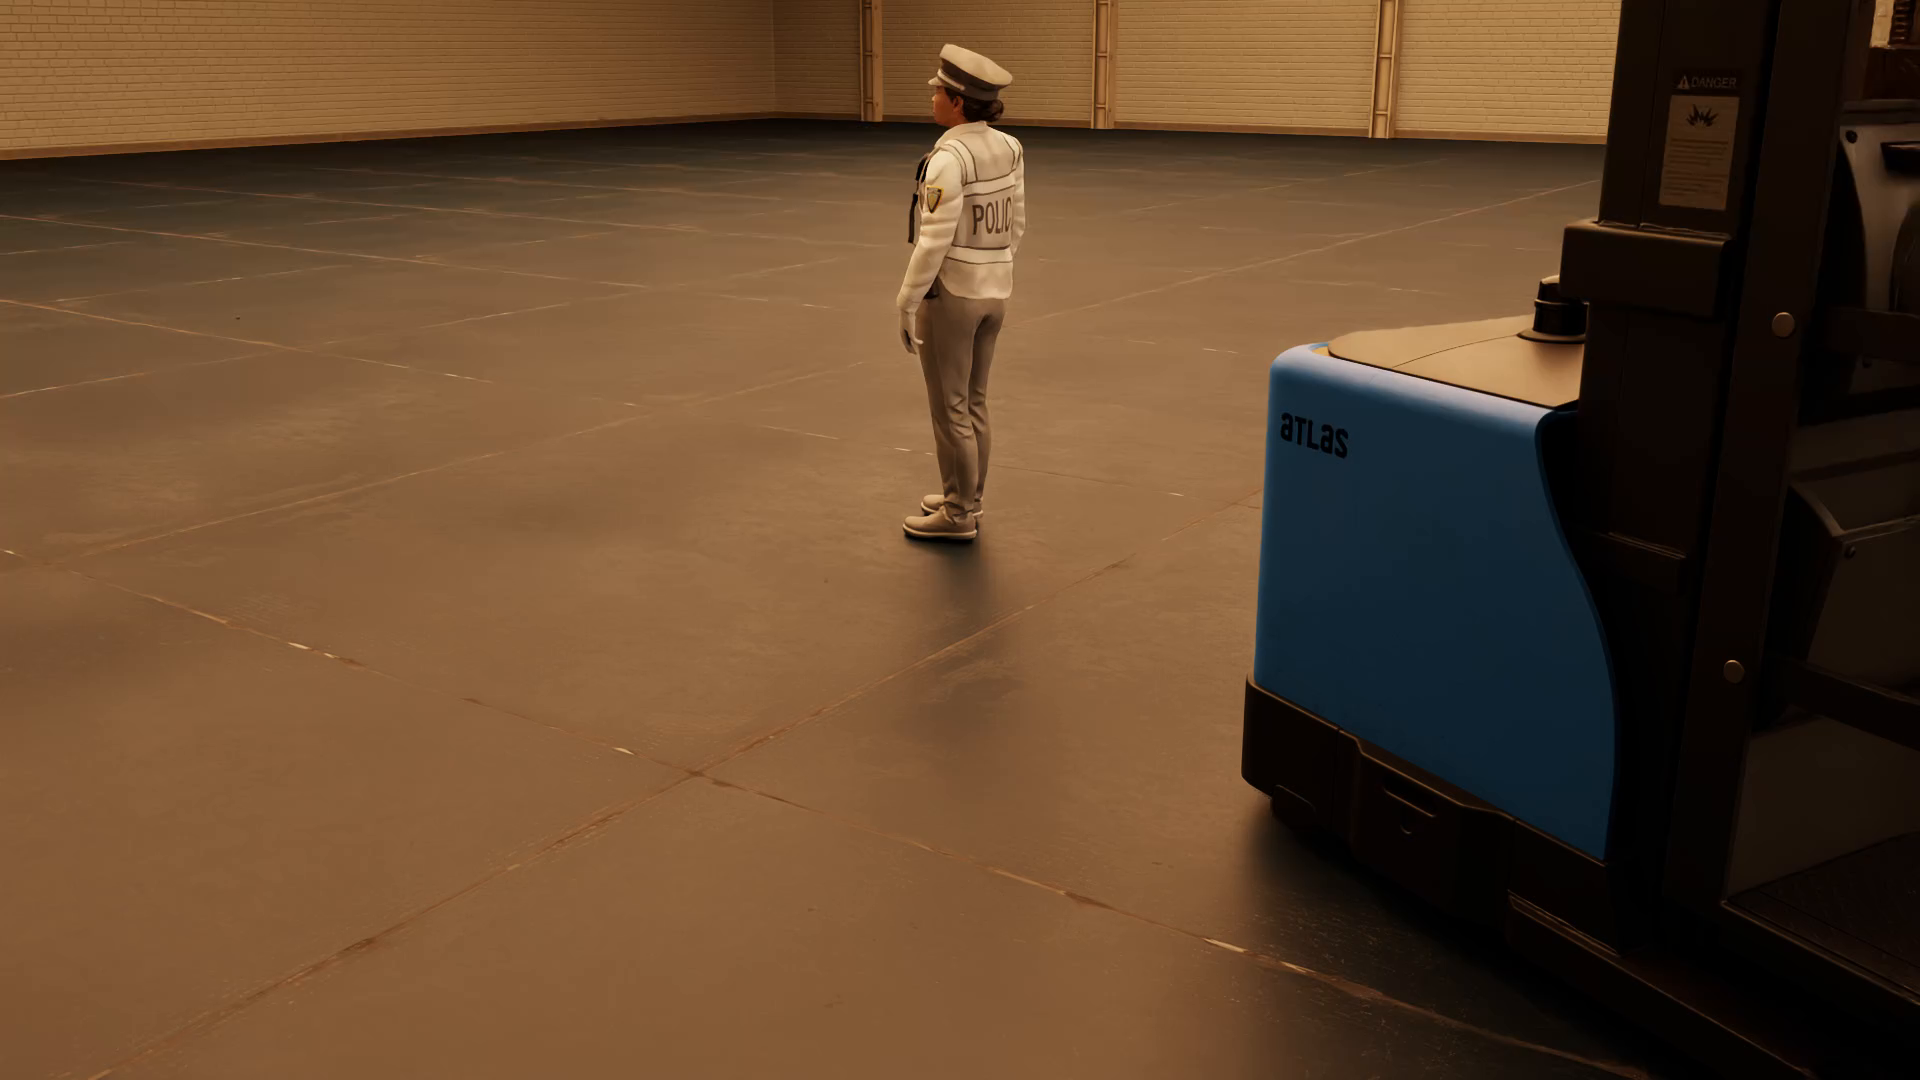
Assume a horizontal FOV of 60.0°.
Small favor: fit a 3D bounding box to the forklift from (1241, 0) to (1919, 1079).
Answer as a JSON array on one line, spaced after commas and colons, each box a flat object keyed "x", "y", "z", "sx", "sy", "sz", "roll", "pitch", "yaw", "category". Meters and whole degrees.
[{"x": 1.809, "y": -0.492, "z": 2.479, "sx": 1.130, "sy": 2.935, "sz": 3.031, "roll": -9, "pitch": 19, "yaw": -28, "category": "forklift"}]

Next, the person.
[{"x": -0.053, "y": -0.831, "z": 5.746, "sx": 0.531, "sy": 1.695, "sz": 0.587, "roll": 11, "pitch": 20, "yaw": 33, "category": "person"}]
